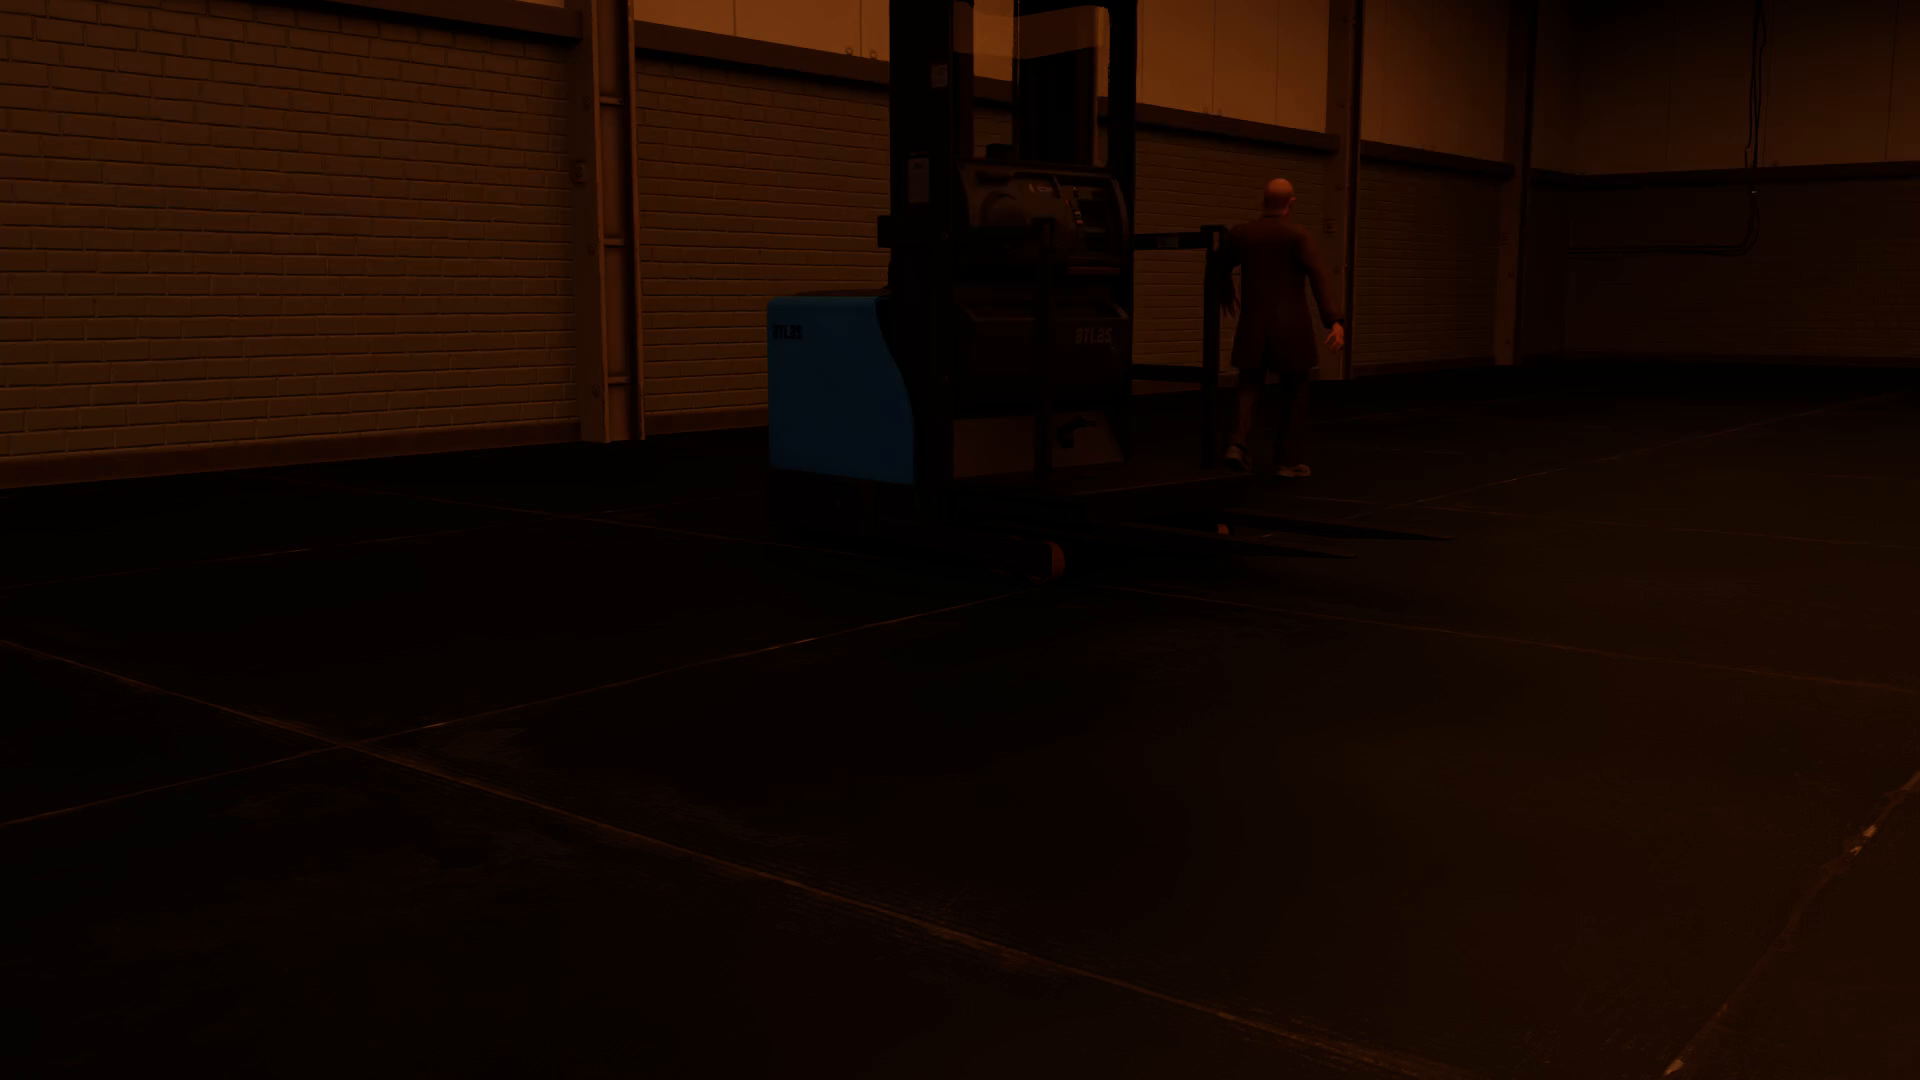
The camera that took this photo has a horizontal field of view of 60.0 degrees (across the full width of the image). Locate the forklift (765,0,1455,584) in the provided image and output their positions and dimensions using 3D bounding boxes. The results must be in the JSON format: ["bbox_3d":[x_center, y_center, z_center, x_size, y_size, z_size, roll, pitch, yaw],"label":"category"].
[{"bbox_3d":[0.492,-1.367,6.624,1.130,2.935,3.031,-8,11,-42],"label":"forklift"}]

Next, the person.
[{"bbox_3d":[1.856,-1.231,9.781,0.948,1.761,0.781,5,10,31],"label":"person"}]
